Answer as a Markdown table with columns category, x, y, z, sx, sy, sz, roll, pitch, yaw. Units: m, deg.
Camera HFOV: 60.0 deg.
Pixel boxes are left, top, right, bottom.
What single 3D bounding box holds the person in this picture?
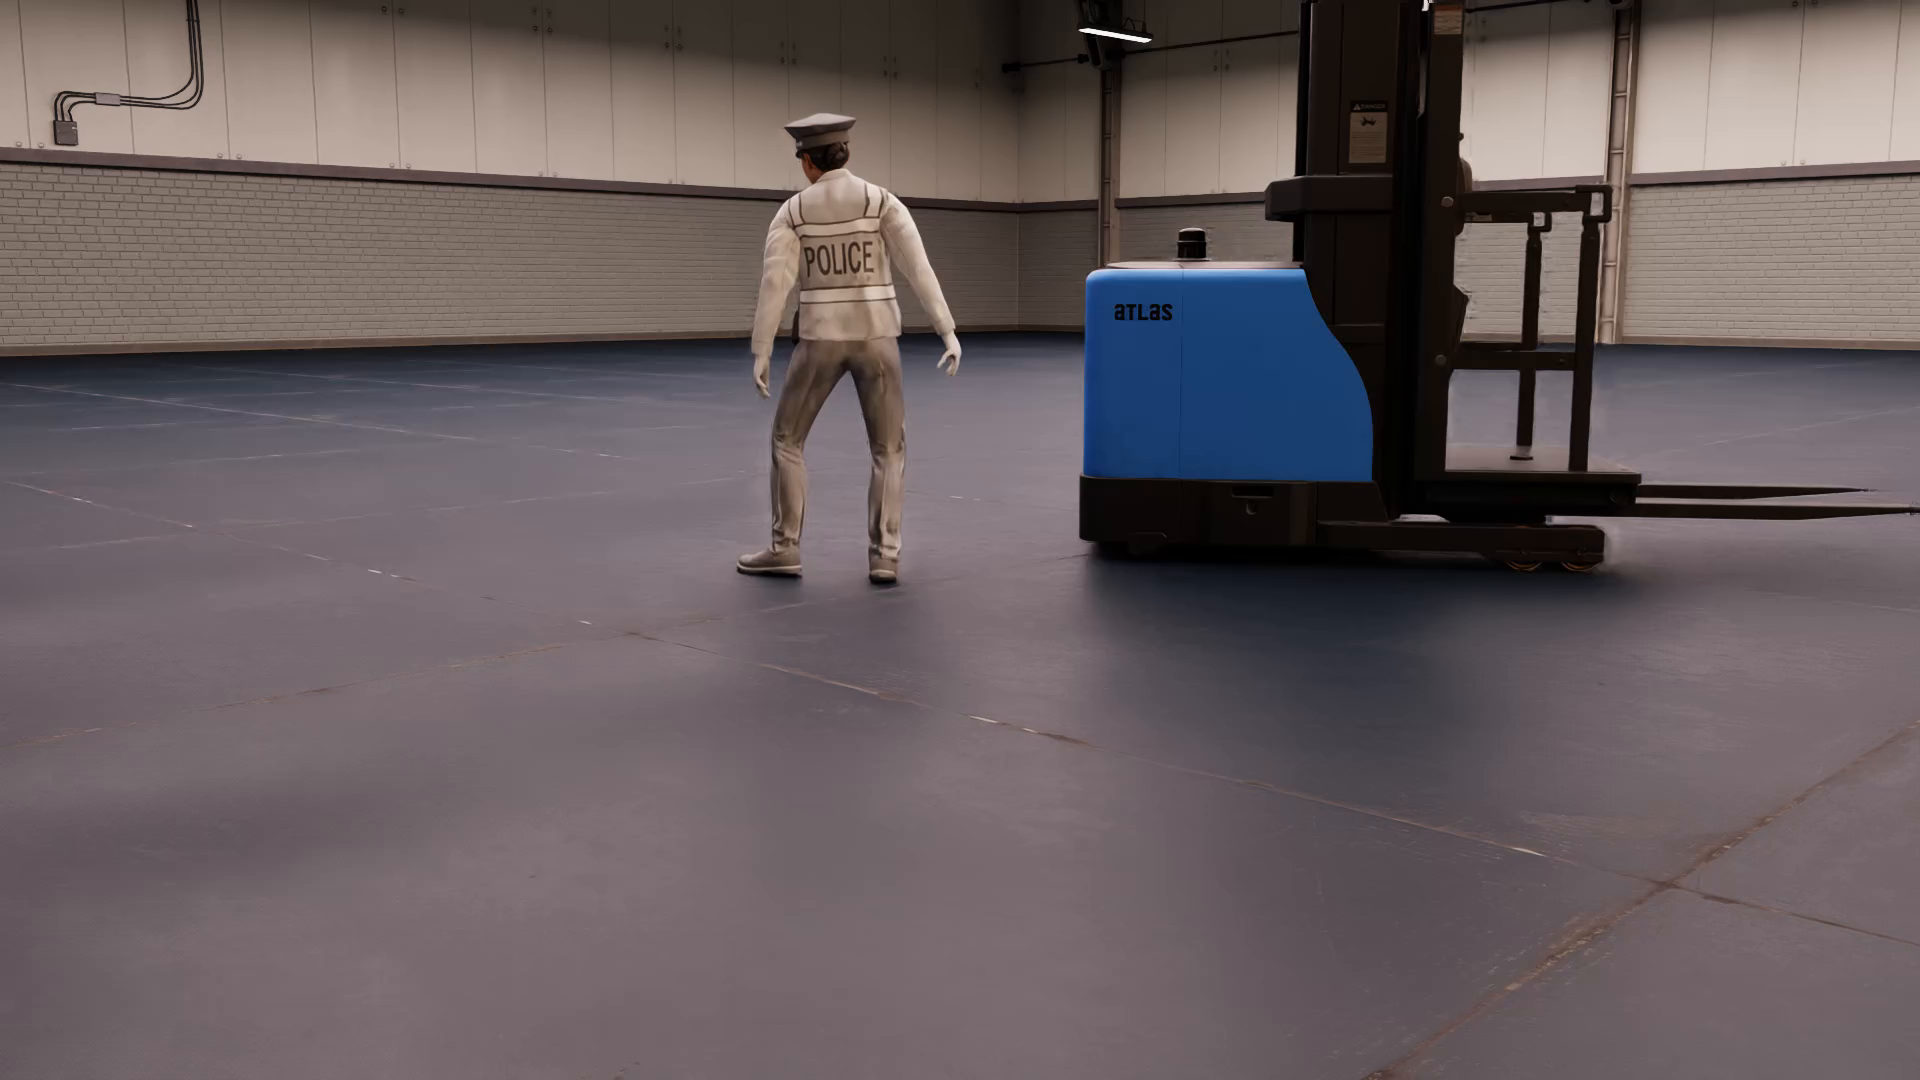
| category | x | y | z | sx | sy | sz | roll | pitch | yaw |
| --- | --- | --- | --- | --- | --- | --- | --- | --- | --- |
| person | -0.400 | -0.653 | 5.803 | 0.812 | 1.647 | 0.431 | 0 | 9 | 3 |

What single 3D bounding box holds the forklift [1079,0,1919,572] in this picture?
| category | x | y | z | sx | sy | sz | roll | pitch | yaw |
| --- | --- | --- | --- | --- | --- | --- | --- | --- | --- |
| forklift | 2.010 | -1.418 | 6.289 | 3.031 | 2.935 | 1.130 | 1 | 9 | 8 |
